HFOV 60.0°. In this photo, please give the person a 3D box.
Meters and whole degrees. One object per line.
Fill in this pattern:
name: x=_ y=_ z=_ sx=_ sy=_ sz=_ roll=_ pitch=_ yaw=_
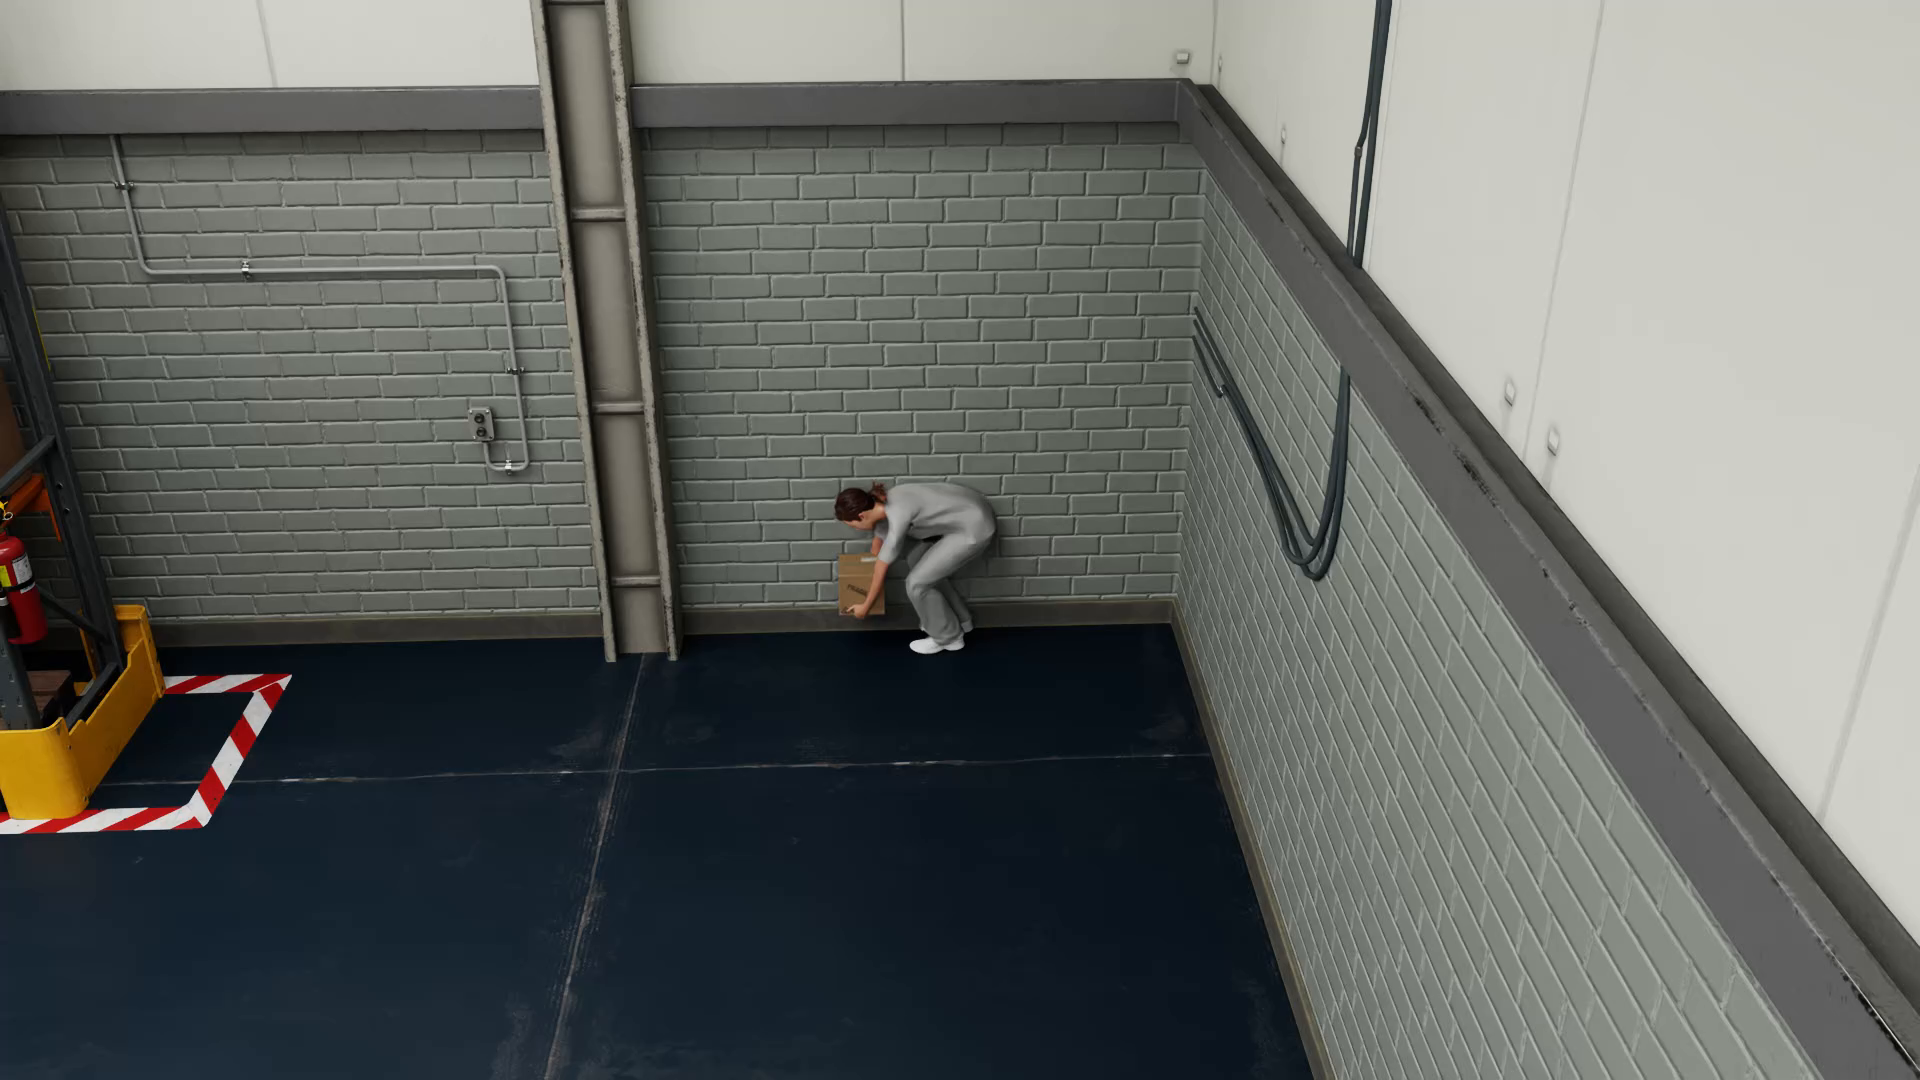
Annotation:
person: x=-0.242 y=0.123 z=9.108 sx=0.867 sy=1.007 sz=0.457 roll=-3 pitch=28 yaw=-5
